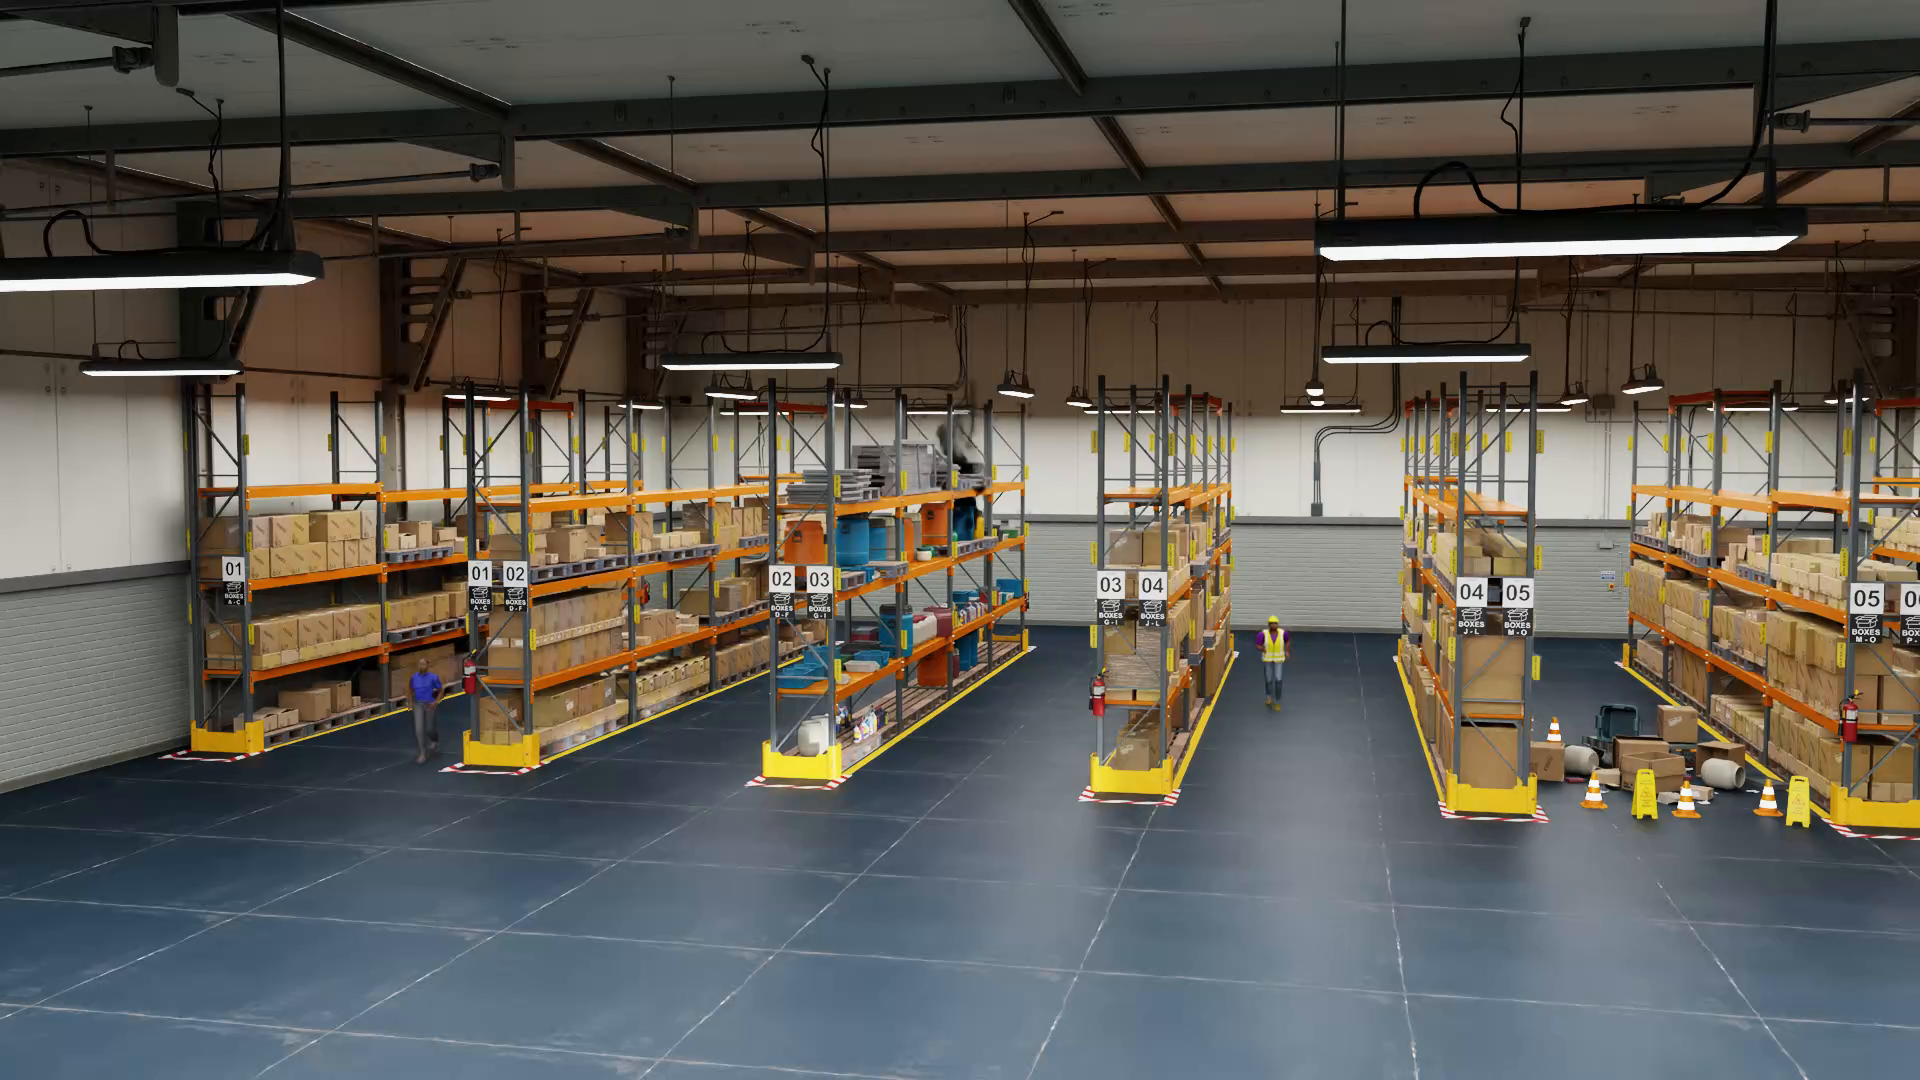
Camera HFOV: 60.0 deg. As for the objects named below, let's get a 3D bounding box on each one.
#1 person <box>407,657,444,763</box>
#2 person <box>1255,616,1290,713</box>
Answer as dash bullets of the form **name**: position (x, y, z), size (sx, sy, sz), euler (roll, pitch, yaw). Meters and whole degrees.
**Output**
- **person**: position (-8.520, 2.684, 26.496), size (0.592, 1.648, 0.749), euler (0, 3, -4)
- **person**: position (5.905, 2.312, 31.452), size (0.640, 1.796, 0.890), euler (1, 3, 12)
